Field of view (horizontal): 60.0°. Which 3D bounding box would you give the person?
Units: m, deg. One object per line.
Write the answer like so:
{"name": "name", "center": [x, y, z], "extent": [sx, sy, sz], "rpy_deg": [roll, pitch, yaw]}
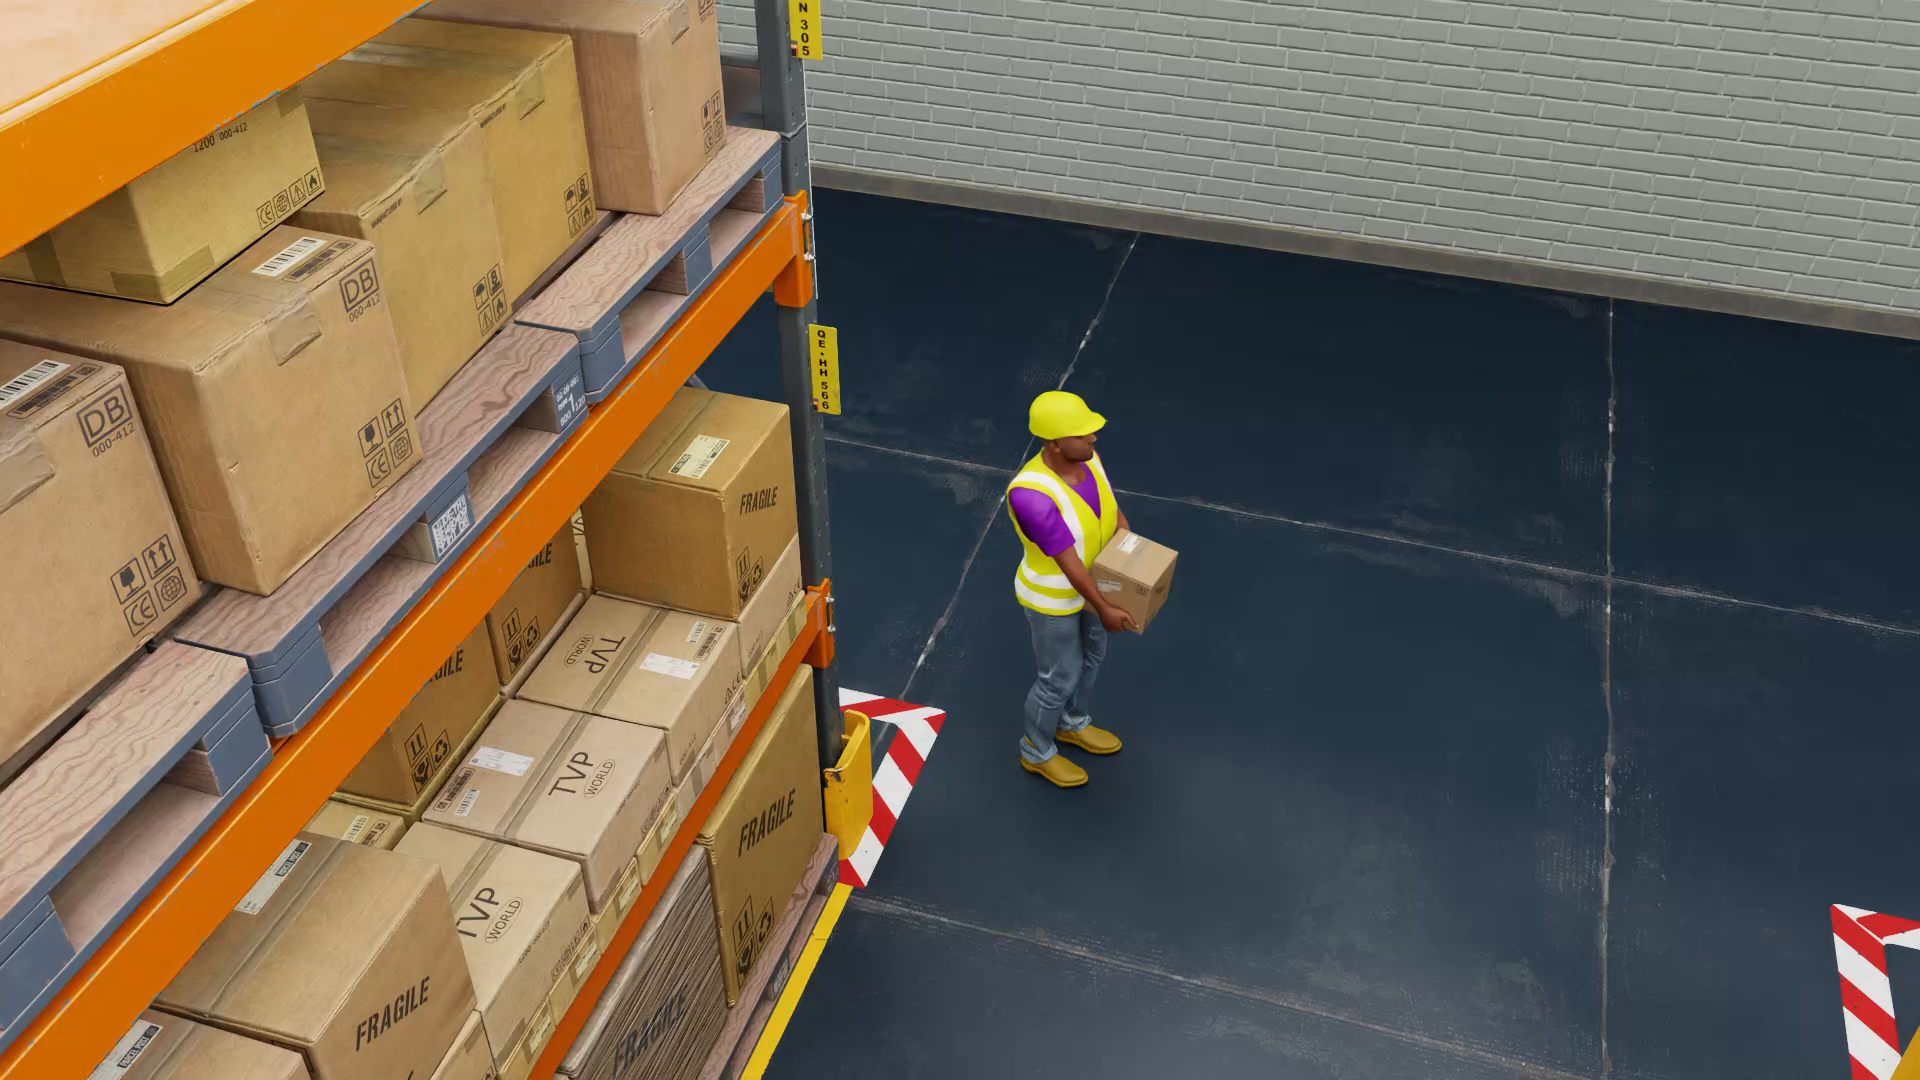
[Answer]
{"name": "person", "center": [0.505, 0.216, 6.588], "extent": [0.575, 1.760, 0.503], "rpy_deg": [19, 41, 23]}
